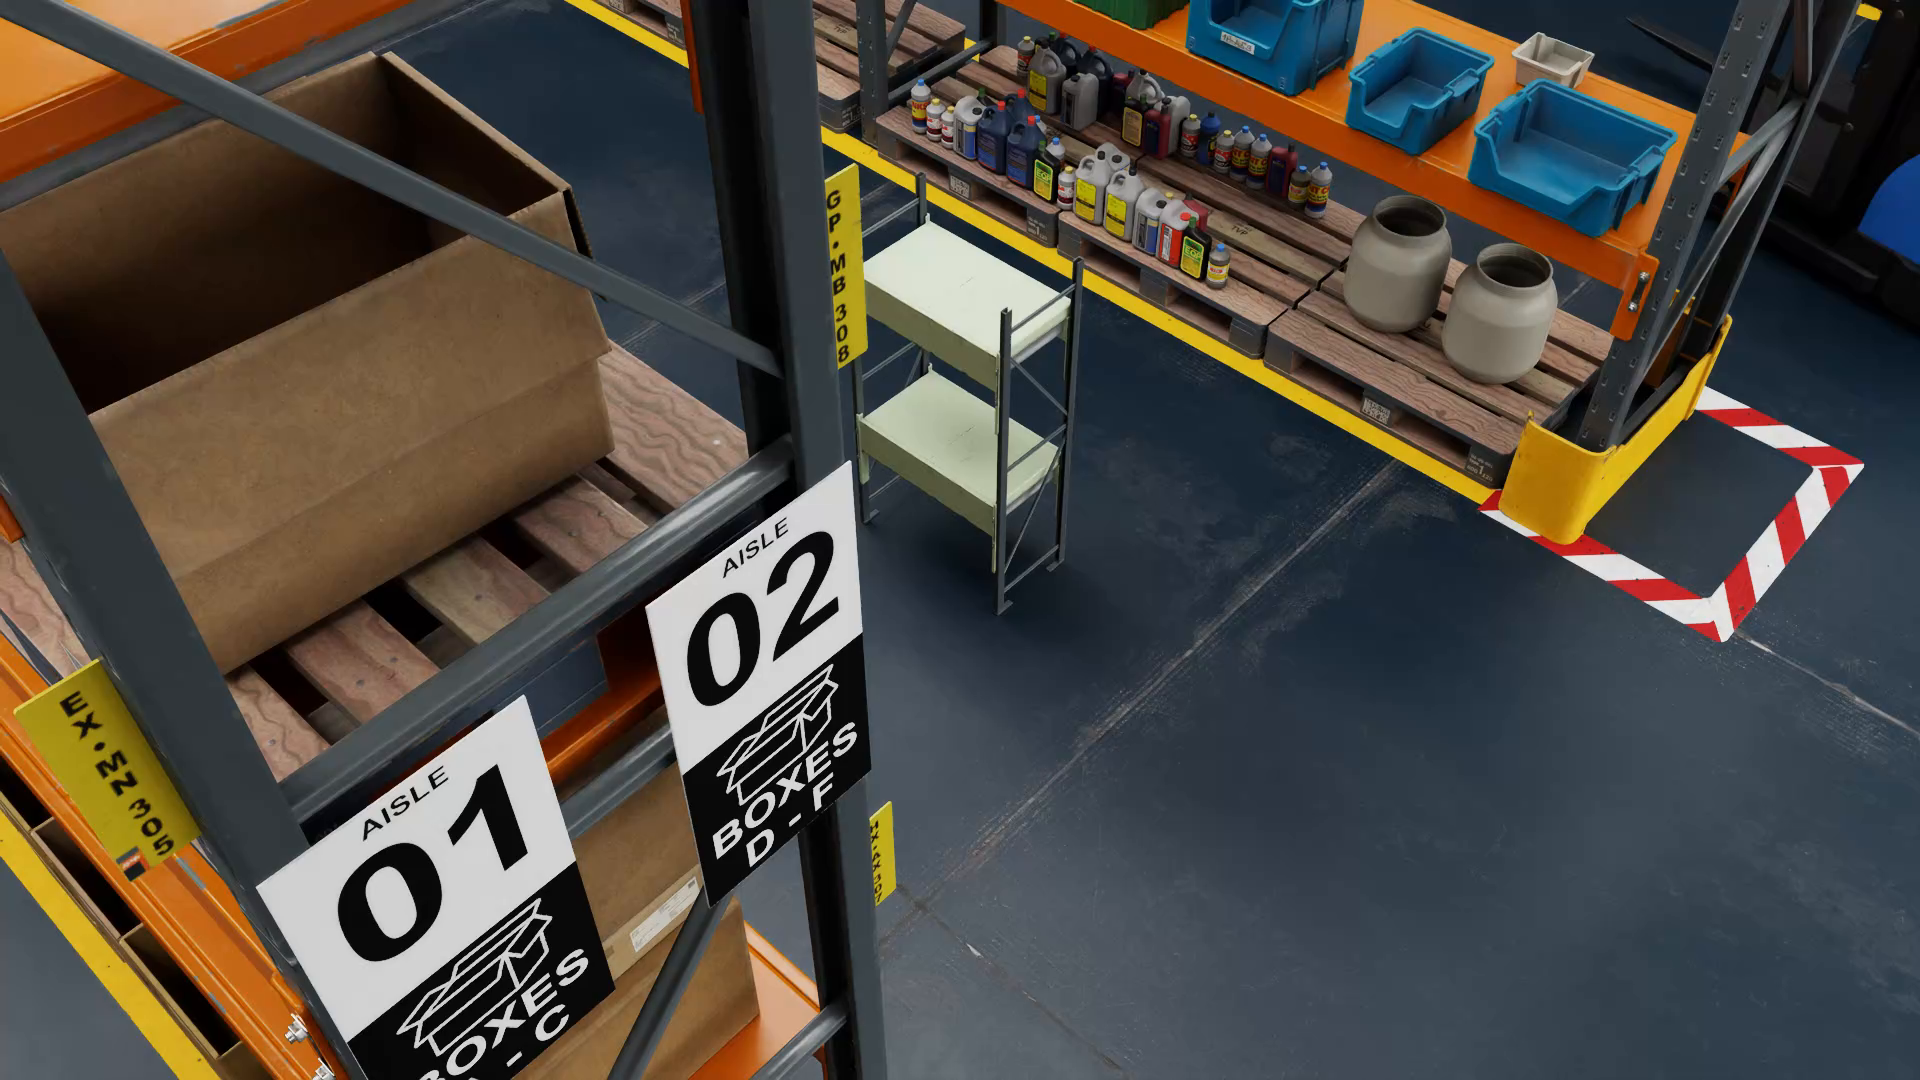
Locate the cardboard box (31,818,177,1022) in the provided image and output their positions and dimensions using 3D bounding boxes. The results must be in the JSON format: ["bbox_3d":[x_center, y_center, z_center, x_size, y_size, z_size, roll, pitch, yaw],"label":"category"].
[{"bbox_3d":[-2.261,0.979,4.857,0.500,0.500,0.500,34,55,28],"label":"cardboard box"}]

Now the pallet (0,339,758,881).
[{"bbox_3d":[-1.055,-0.081,2.772,1.213,0.211,1.003,34,55,28],"label":"pallet"}]

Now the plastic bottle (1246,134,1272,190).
[{"bbox_3d":[1.436,-1.823,7.974,0.097,0.271,0.097,0,47,0],"label":"plastic bottle"}]

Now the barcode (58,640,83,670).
[{"bbox_3d":[-1.102,0.162,2.084,0.075,0.075,0.001,34,55,28],"label":"barcode"}]

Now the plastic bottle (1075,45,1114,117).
[{"bbox_3d":[0.679,-2.336,8.401,0.185,0.351,0.144,31,54,26],"label":"plastic bottle"}]

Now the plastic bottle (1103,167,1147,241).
[{"bbox_3d":[0.769,-1.578,7.689,0.144,0.351,0.185,-36,56,-29],"label":"plastic bottle"}]

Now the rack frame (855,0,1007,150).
[{"bbox_3d":[-0.130,-3.351,7.839,0.127,3.000,1.000,34,55,28],"label":"rack frame"}]

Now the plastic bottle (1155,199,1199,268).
[{"bbox_3d":[0.995,-1.404,7.577,0.135,0.276,0.152,34,56,28],"label":"plastic bottle"}]

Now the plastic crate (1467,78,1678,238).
[{"bbox_3d":[2.238,-1.409,6.118,0.616,0.251,0.499,34,55,28],"label":"plastic crate"}]

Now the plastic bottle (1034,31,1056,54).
[{"bbox_3d":[0.447,-2.511,8.611,0.061,0.283,0.133,-36,56,-29],"label":"plastic bottle"}]

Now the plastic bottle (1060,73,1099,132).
[{"bbox_3d":[0.597,-2.218,8.342,0.135,0.276,0.152,34,55,28],"label":"plastic bottle"}]

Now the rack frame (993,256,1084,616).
[{"bbox_3d":[0.274,-0.329,6.030,0.023,1.500,0.400,34,55,28],"label":"rack frame"}]

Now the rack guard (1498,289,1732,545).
[{"bbox_3d":[2.721,-0.530,6.905,0.348,0.500,1.175,34,55,28],"label":"rack guard"}]

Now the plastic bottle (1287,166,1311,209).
[{"bbox_3d":[1.612,-1.680,7.888,0.097,0.201,0.097,0,47,0],"label":"plastic bottle"}]

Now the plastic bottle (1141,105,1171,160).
[{"bbox_3d":[0.962,-2.013,8.144,0.133,0.283,0.061,34,55,28],"label":"plastic bottle"}]

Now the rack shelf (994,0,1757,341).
[{"bbox_3d":[1.339,-2.116,7.172,4.000,0.370,1.077,34,55,28],"label":"rack shelf"}]

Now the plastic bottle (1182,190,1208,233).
[{"bbox_3d":[1.067,-1.464,7.628,0.133,0.283,0.061,34,55,28],"label":"plastic bottle"}]

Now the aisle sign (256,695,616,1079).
[{"bbox_3d":[-0.704,0.579,2.366,0.004,0.787,0.394,34,55,28],"label":"aisle sign"}]

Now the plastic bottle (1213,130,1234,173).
[{"bbox_3d":[1.290,-1.897,8.091,0.097,0.201,0.097,0,47,0],"label":"plastic bottle"}]

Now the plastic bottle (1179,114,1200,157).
[{"bbox_3d":[1.139,-1.999,8.187,0.097,0.201,0.097,0,47,0],"label":"plastic bottle"}]

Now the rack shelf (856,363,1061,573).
[{"bbox_3d":[0.005,-0.287,6.438,0.720,0.370,0.431,34,55,28],"label":"rack shelf"}]

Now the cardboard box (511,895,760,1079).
[{"bbox_3d":[-0.888,1.007,3.679,0.500,0.500,0.700,34,55,28],"label":"cardboard box"}]

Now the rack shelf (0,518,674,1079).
[{"bbox_3d":[-2.023,-0.491,3.589,4.000,0.370,1.077,34,55,28],"label":"rack shelf"}]

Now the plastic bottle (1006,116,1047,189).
[{"bbox_3d":[0.320,-1.880,7.973,0.185,0.351,0.144,32,54,26],"label":"plastic bottle"}]

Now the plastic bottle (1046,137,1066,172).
[{"bbox_3d":[0.453,-1.800,7.952,0.097,0.271,0.097,0,47,0],"label":"plastic bottle"}]

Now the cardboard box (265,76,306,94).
[{"bbox_3d":[-1.588,-0.942,3.066,0.500,0.500,0.500,34,55,28],"label":"cardboard box"}]

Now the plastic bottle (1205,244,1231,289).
[{"bbox_3d":[1.162,-1.239,7.474,0.097,0.201,0.097,0,47,0],"label":"plastic bottle"}]

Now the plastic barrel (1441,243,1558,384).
[{"bbox_3d":[2.274,-0.950,7.003,0.421,0.512,0.421,0,47,0],"label":"plastic barrel"}]

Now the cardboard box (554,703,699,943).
[{"bbox_3d":[-0.927,0.536,3.230,0.500,0.500,0.700,34,55,28],"label":"cardboard box"}]

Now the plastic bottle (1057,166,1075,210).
[{"bbox_3d":[0.512,-1.676,7.884,0.097,0.201,0.097,0,47,0],"label":"plastic bottle"}]

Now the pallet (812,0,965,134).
[{"bbox_3d":[-0.734,-2.764,9.200,1.213,0.211,1.003,34,55,28],"label":"pallet"}]

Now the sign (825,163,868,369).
[{"bbox_3d":[-0.172,-0.369,2.327,0.005,0.325,0.100,34,55,28],"label":"sign"}]

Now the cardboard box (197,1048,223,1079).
[{"bbox_3d":[-1.892,1.482,4.899,0.500,0.250,0.500,34,55,28],"label":"cardboard box"}]

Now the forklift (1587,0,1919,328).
[{"bbox_3d":[4.296,-2.704,7.278,1.130,2.935,3.031,-27,52,-23],"label":"forklift"}]

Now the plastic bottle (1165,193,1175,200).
[{"bbox_3d":[0.964,-1.523,7.740,0.097,0.201,0.097,0,47,0],"label":"plastic bottle"}]

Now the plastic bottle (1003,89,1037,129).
[{"bbox_3d":[0.279,-2.051,8.133,0.185,0.351,0.144,34,55,28],"label":"plastic bottle"}]

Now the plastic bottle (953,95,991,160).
[{"bbox_3d":[0.063,-2.032,8.166,0.135,0.276,0.152,36,56,29],"label":"plastic bottle"}]

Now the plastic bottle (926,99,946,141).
[{"bbox_3d":[-0.119,-2.101,8.283,0.097,0.201,0.097,0,47,0],"label":"plastic bottle"}]

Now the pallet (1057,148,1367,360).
[{"bbox_3d":[1.236,-1.439,7.956,1.213,0.211,1.003,34,55,28],"label":"pallet"}]

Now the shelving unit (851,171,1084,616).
[{"bbox_3d":[0.005,-0.510,6.200,0.755,1.500,0.431,34,55,28],"label":"shelving unit"}]

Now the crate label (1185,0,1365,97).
[{"bbox_3d":[1.273,-2.150,6.687,0.616,0.435,0.502,34,55,28],"label":"crate label"}]

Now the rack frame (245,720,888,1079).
[{"bbox_3d":[-0.553,1.279,3.492,0.127,3.000,1.000,34,55,28],"label":"rack frame"}]

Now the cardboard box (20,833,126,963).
[{"bbox_3d":[-2.630,0.990,5.361,0.500,0.250,0.500,34,55,28],"label":"cardboard box"}]

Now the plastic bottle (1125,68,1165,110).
[{"bbox_3d":[0.917,-2.176,8.251,0.185,0.351,0.144,34,55,27],"label":"plastic bottle"}]
